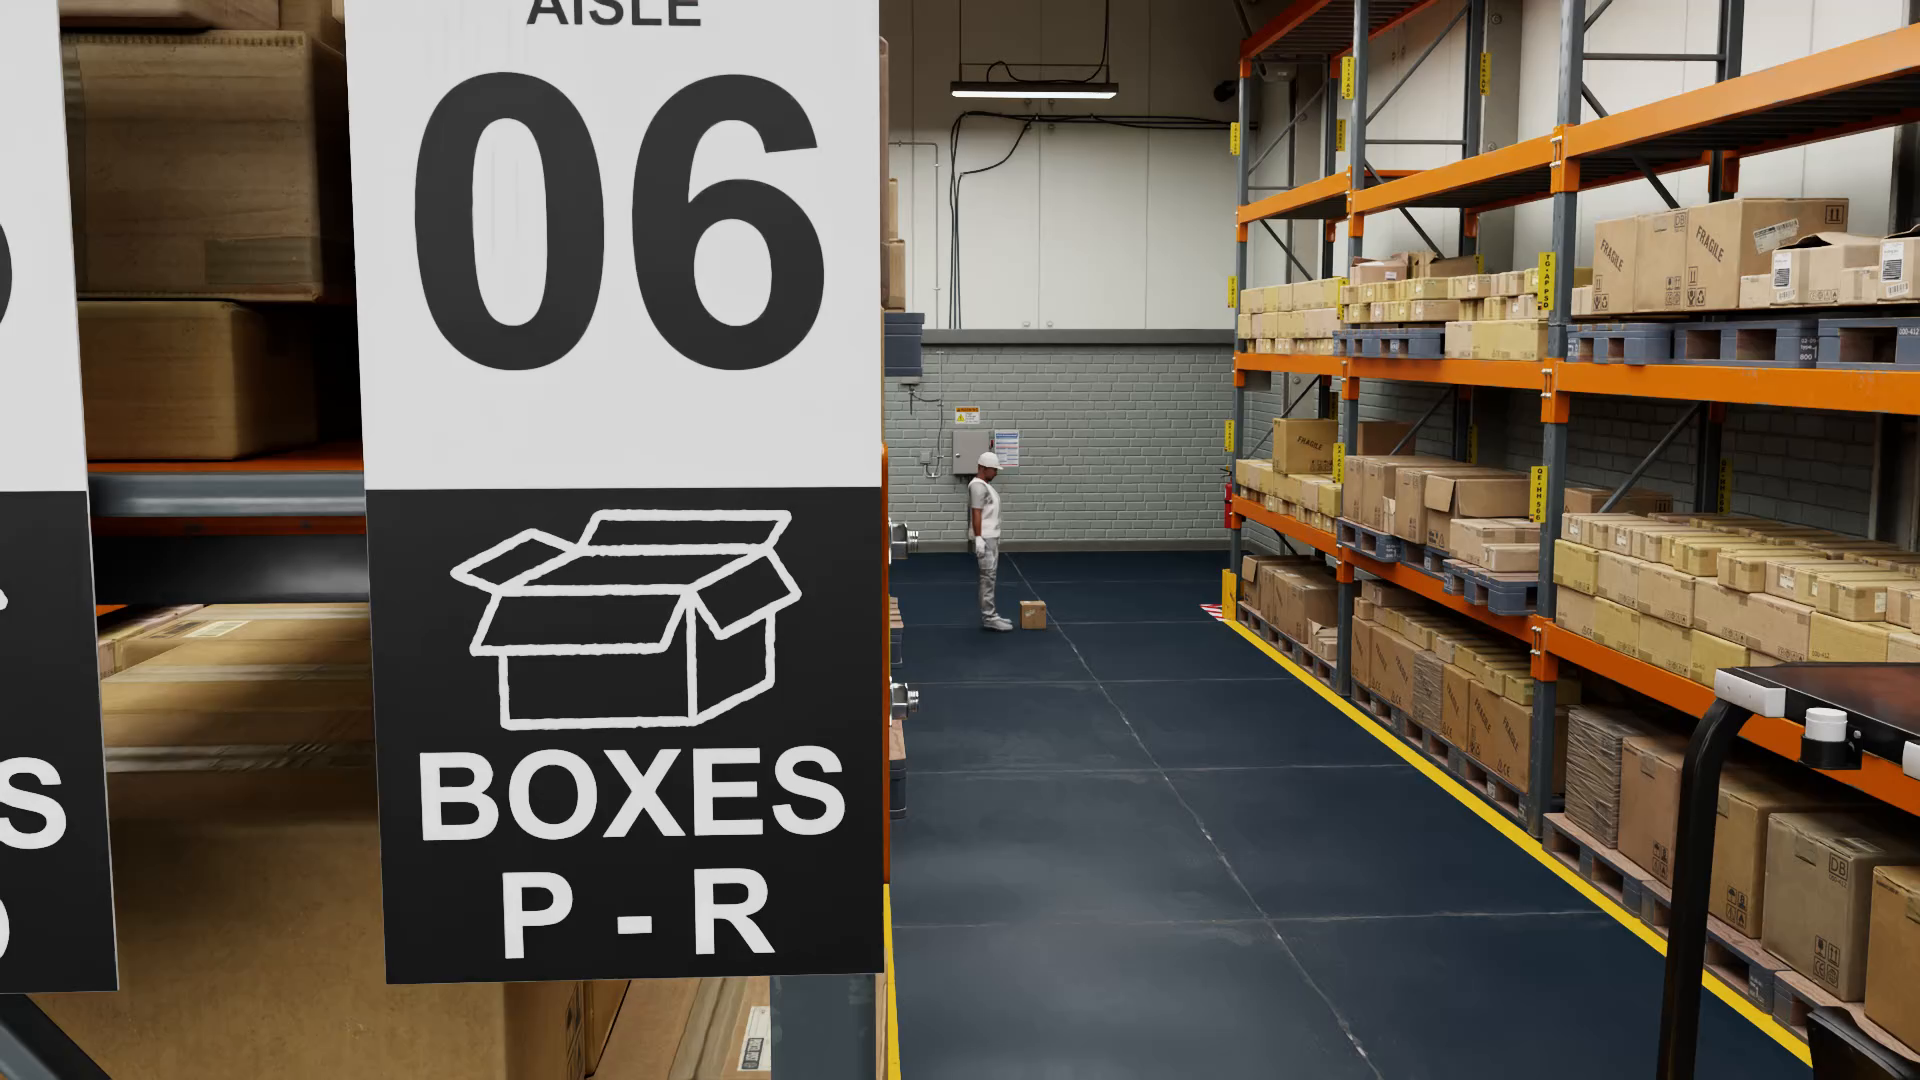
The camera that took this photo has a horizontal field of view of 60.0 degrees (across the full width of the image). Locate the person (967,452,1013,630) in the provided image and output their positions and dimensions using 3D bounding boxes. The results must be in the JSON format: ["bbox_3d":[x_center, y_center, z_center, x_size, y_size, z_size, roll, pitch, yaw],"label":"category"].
[{"bbox_3d":[0.314,-0.003,17.011,0.477,1.786,0.579,0,7,4],"label":"person"}]
